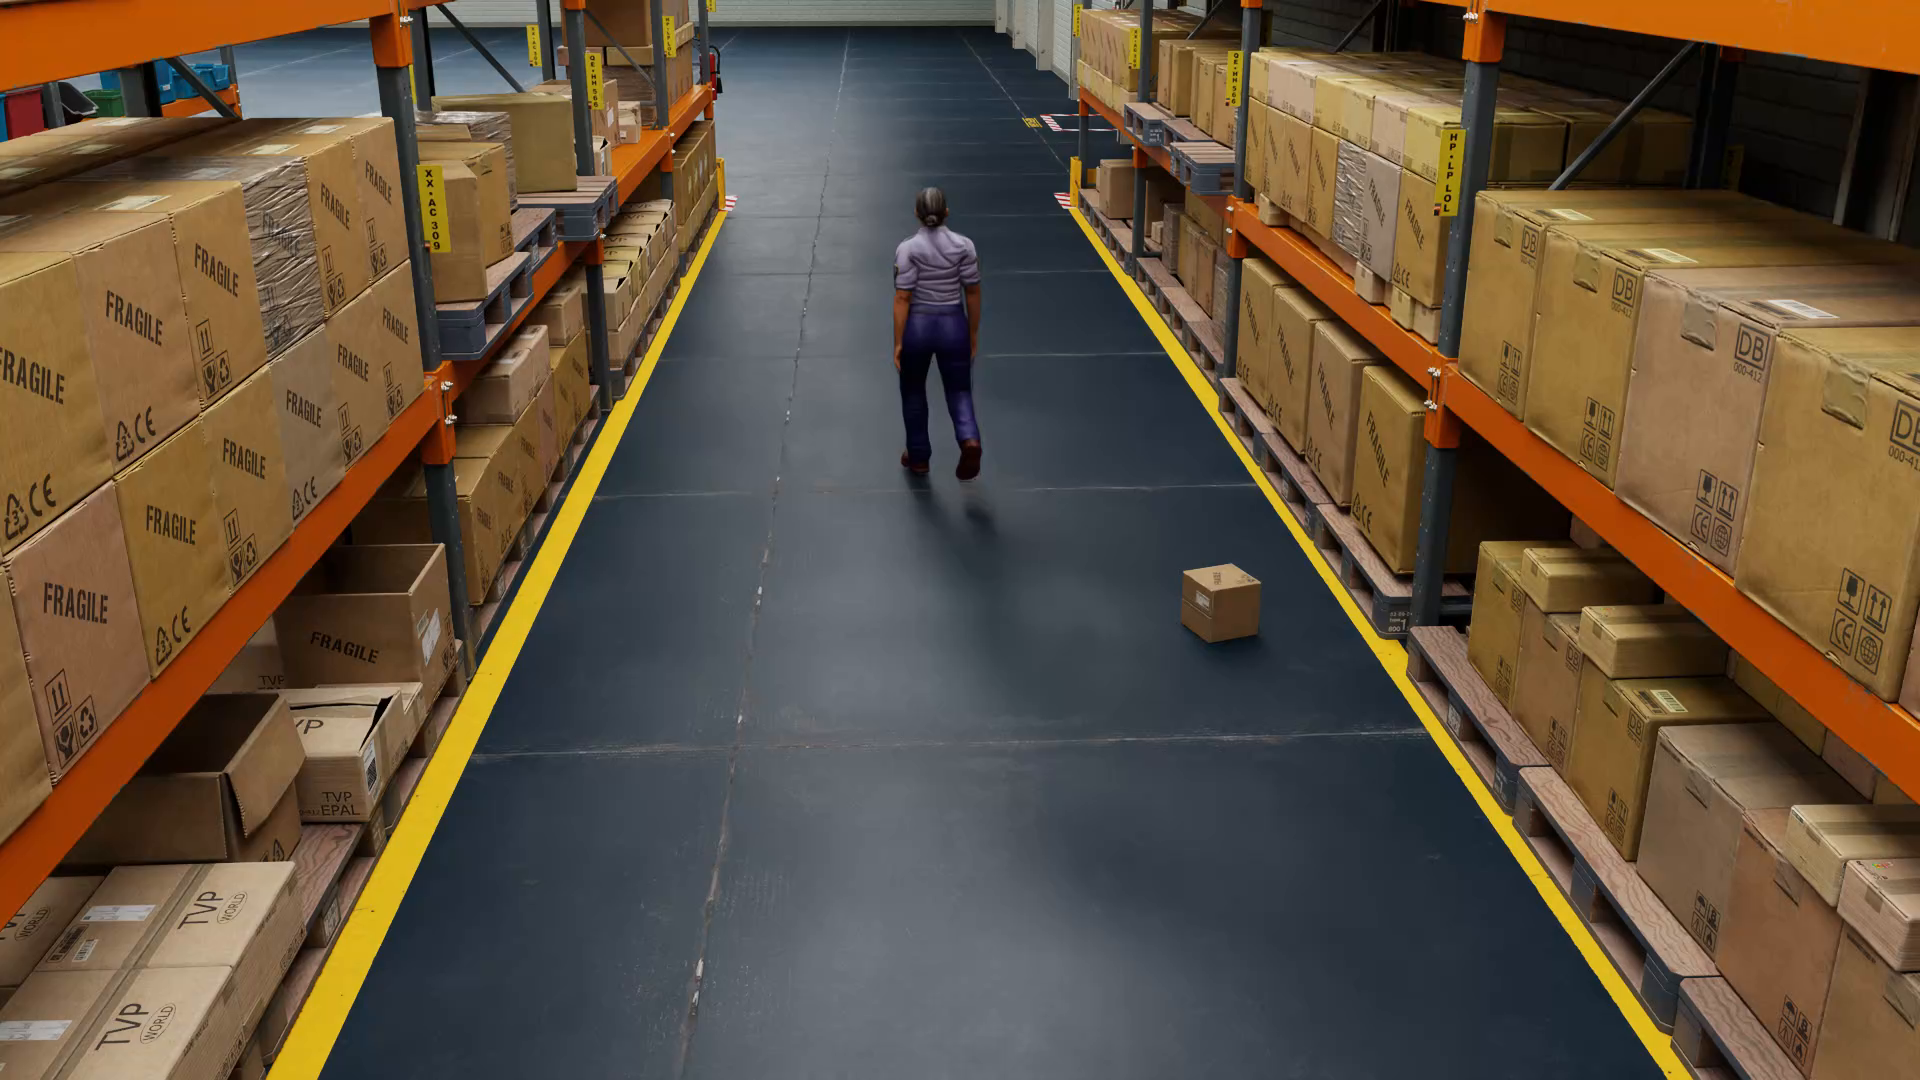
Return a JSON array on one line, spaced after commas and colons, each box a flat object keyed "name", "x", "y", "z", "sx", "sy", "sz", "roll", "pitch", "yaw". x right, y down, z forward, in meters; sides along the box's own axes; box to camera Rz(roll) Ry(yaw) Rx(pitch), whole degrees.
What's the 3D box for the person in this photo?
[{"name": "person", "x": -0.122, "y": -1.105, "z": 9.017, "sx": 0.488, "sy": 1.609, "sz": 0.746, "roll": -4, "pitch": 21, "yaw": -11}]
